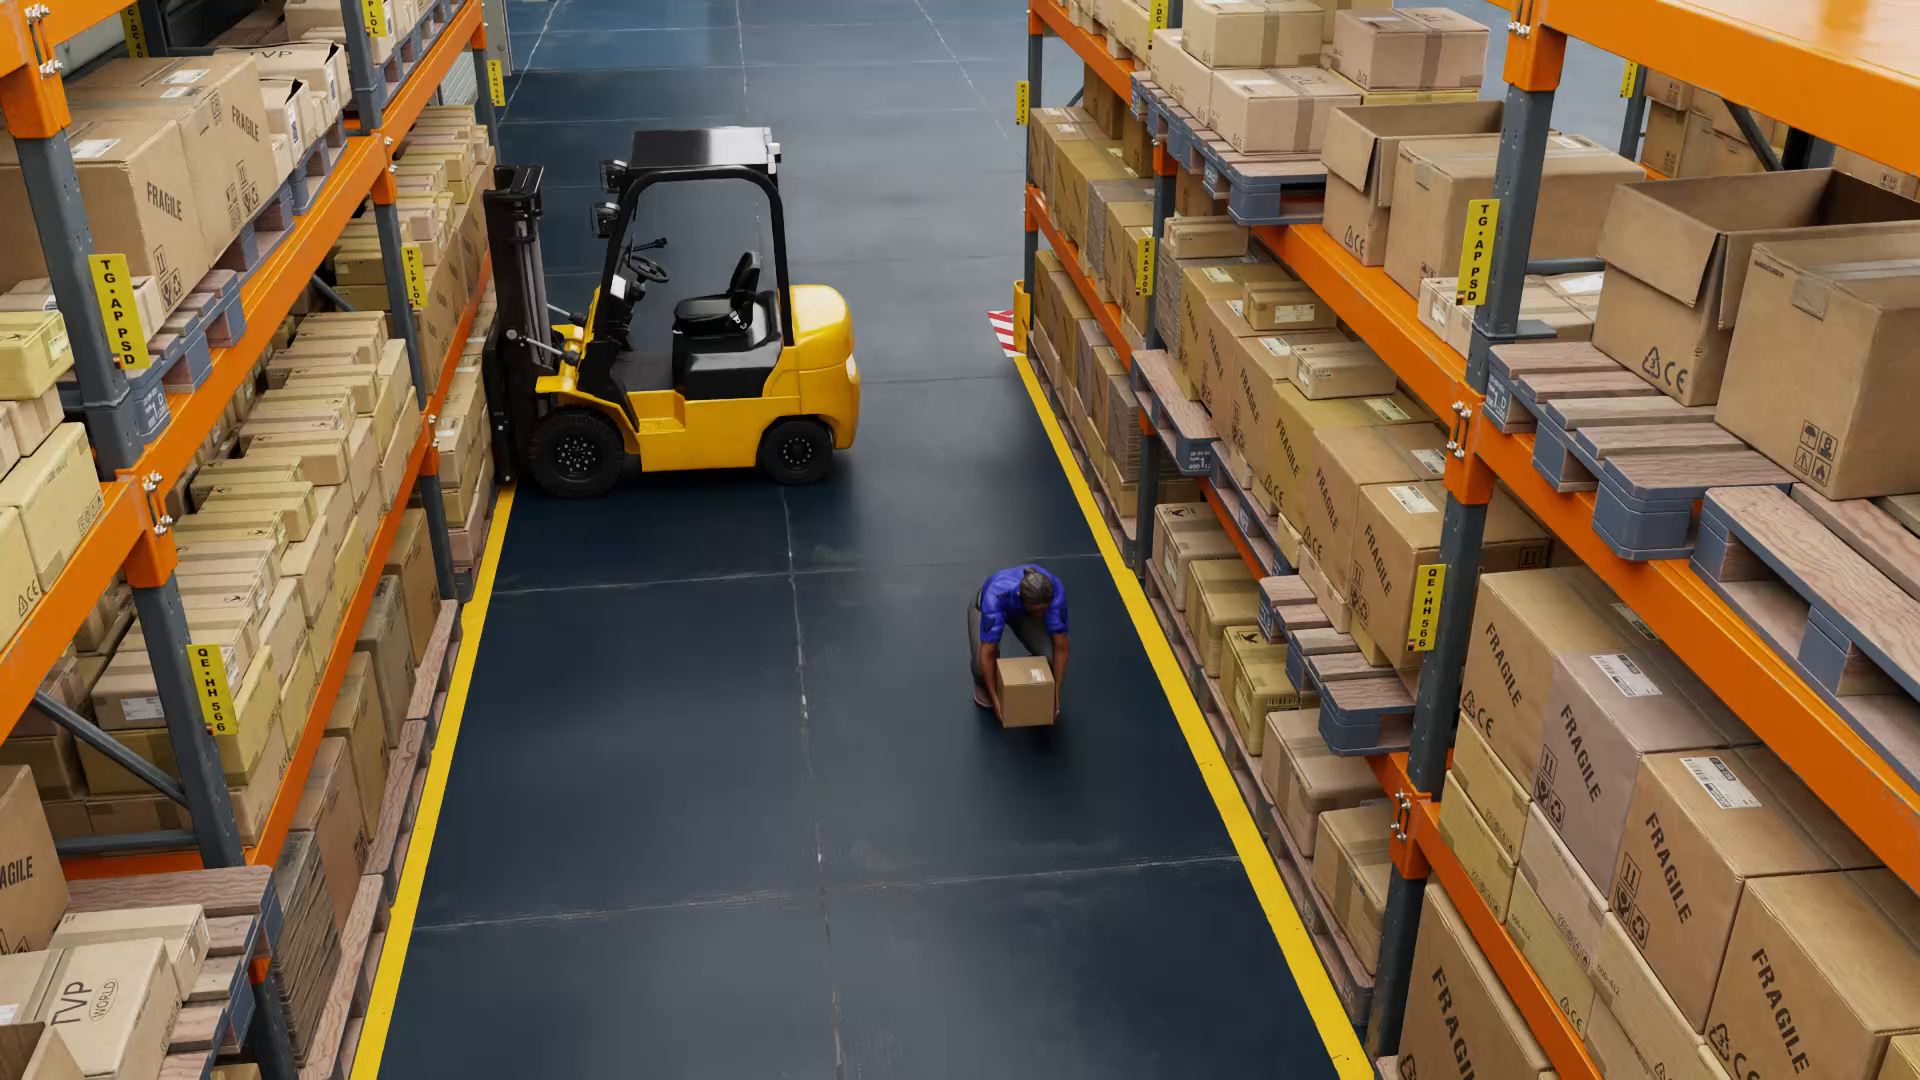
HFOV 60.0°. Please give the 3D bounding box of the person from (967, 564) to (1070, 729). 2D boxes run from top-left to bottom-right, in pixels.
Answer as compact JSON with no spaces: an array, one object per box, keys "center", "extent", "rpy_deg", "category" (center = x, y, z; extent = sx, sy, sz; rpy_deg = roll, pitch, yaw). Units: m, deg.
[{"center":[0.290,0.472,8.515],"extent":[0.477,0.928,0.827],"rpy_deg":[-4,28,-7],"category":"person"}]
